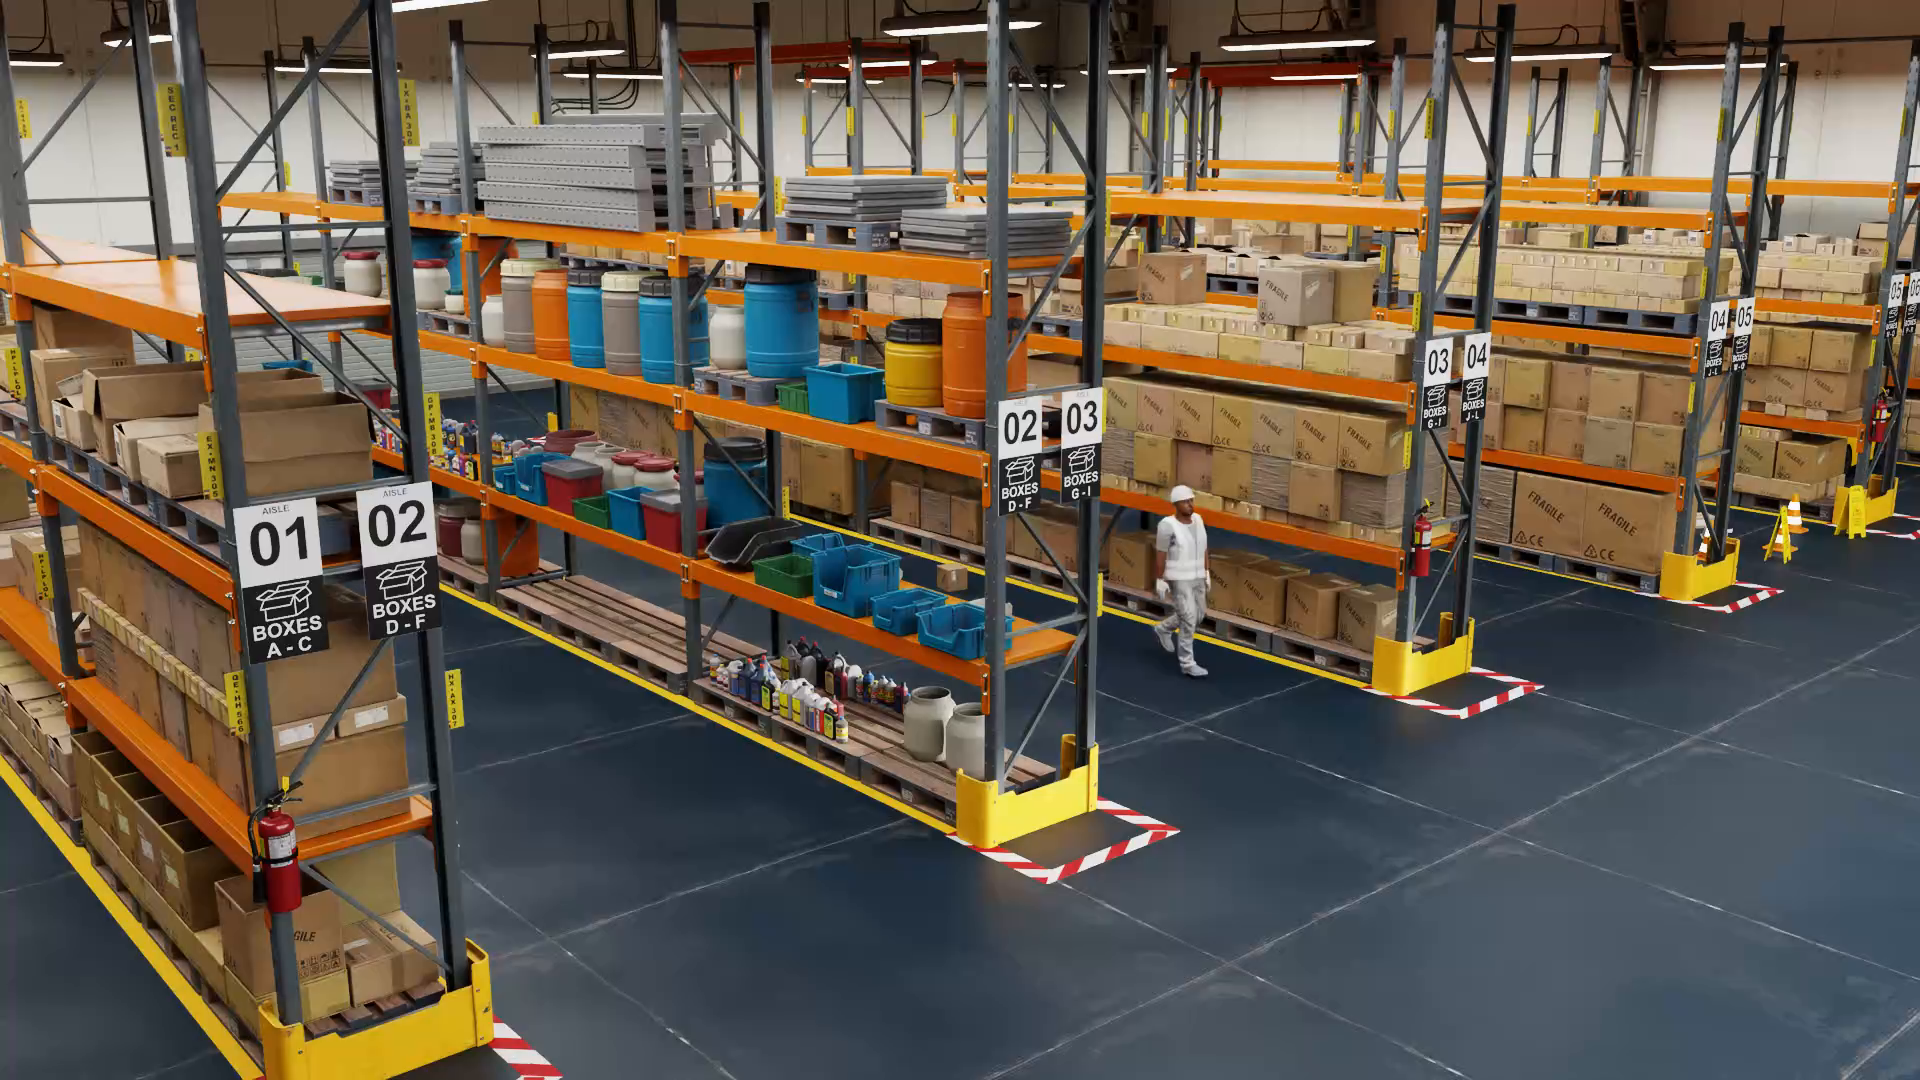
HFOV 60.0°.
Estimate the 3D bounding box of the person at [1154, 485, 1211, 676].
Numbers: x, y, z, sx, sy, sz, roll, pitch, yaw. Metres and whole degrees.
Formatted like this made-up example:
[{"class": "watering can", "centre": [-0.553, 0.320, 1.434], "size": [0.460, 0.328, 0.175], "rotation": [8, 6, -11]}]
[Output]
[{"class": "person", "centre": [2.072, 0.349, 15.539], "size": [0.552, 1.762, 0.832], "rotation": [-11, 18, -38]}]
